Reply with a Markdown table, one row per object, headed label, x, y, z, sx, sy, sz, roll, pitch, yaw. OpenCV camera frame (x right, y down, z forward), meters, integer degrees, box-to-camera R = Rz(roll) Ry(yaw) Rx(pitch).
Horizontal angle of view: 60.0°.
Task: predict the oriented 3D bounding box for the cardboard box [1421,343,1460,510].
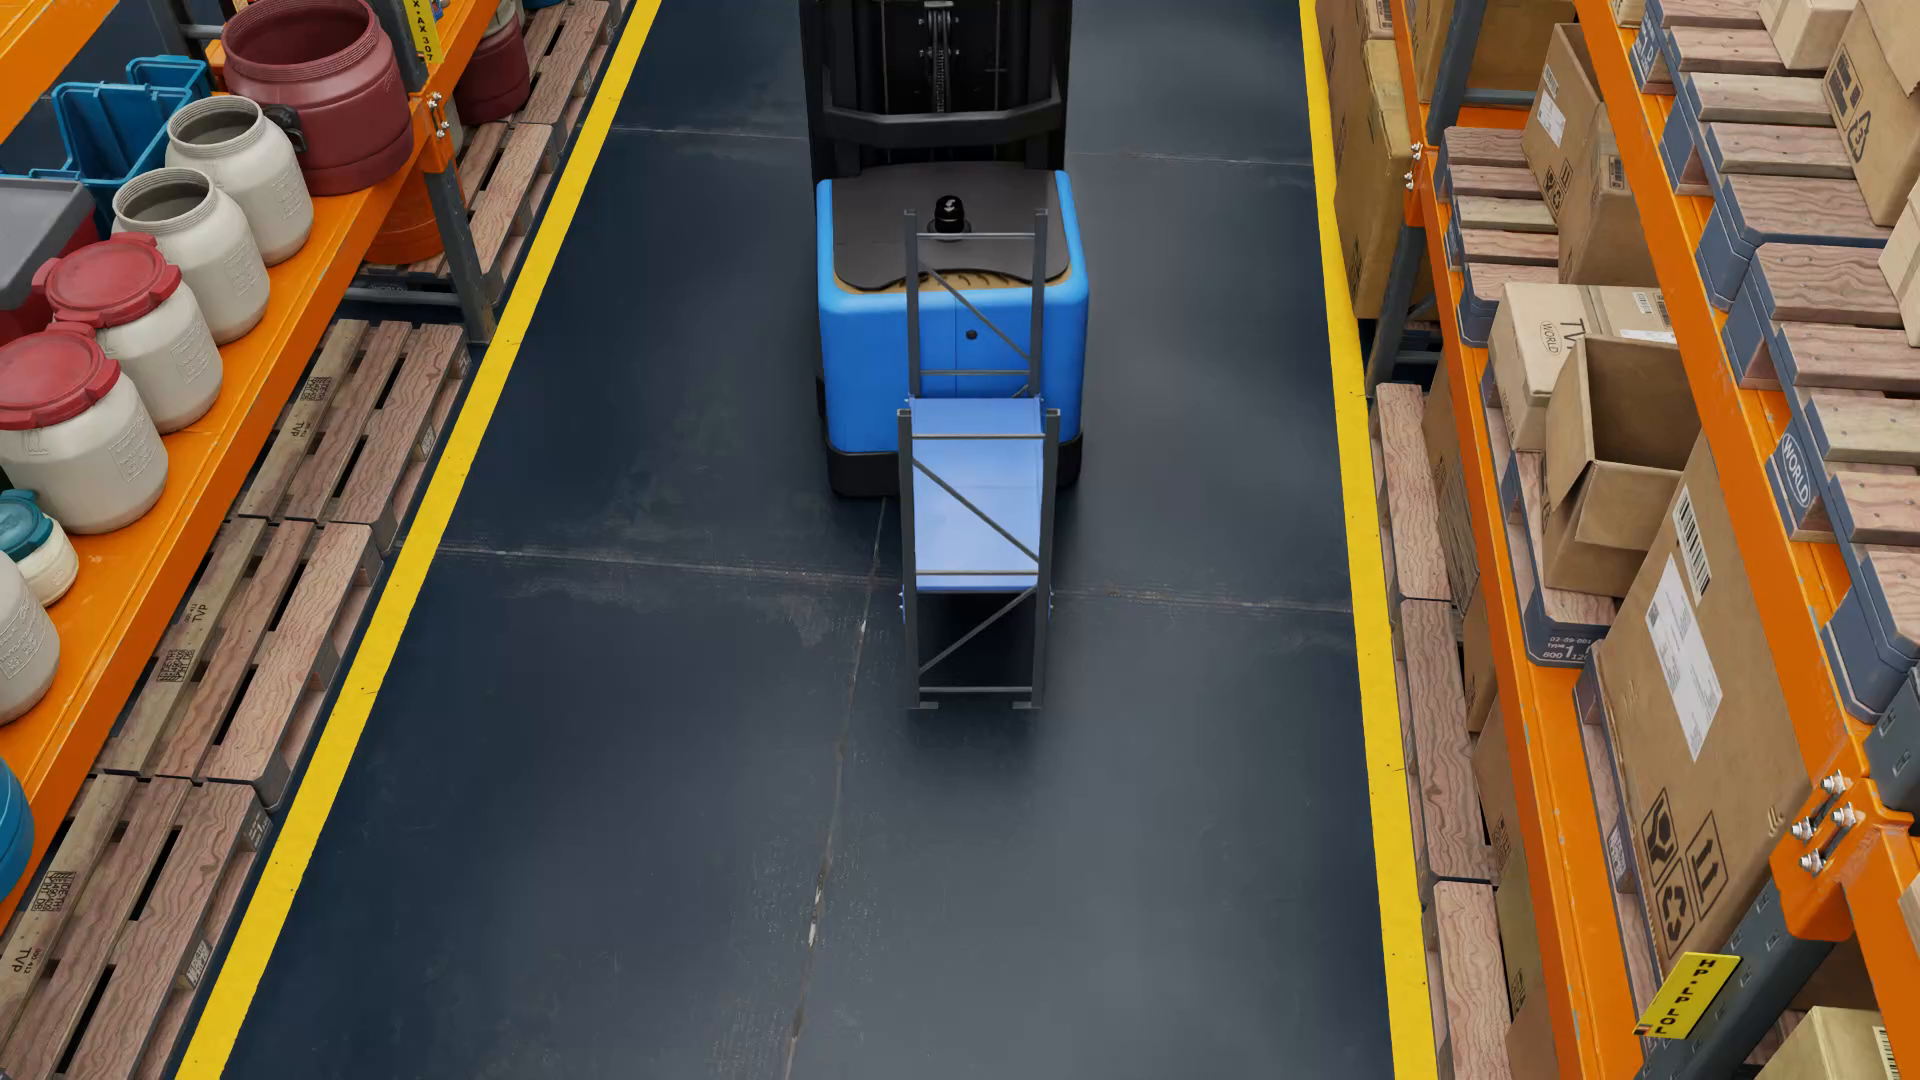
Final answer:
| label | x | y | z | sx | sy | sz | roll | pitch | yaw |
| --- | --- | --- | --- | --- | --- | --- | --- | --- | --- |
| cardboard box | 2.254 | -0.455 | 6.556 | 0.700 | 0.500 | 0.500 | 2 | 48 | 1 |

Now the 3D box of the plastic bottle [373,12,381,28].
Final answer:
| label | x | y | z | sx | sy | sz | roll | pitch | yaw |
| --- | --- | --- | --- | --- | --- | --- | --- | --- | --- |
| plastic bottle | -2.427 | -2.242 | 6.878 | 0.152 | 0.276 | 0.135 | 4 | 48 | 4 |

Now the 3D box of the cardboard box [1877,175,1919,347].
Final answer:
| label | x | y | z | sx | sy | sz | roll | pitch | yaw |
| --- | --- | --- | --- | --- | --- | --- | --- | --- | --- |
| cardboard box | 1.917 | -0.511 | 2.984 | 0.396 | 0.266 | 0.258 | 5 | 48 | 5 |

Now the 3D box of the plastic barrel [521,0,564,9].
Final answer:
| label | x | y | z | sx | sy | sz | roll | pitch | yaw |
| --- | --- | --- | --- | --- | --- | --- | --- | --- | --- |
| plastic barrel | -2.404 | -3.431 | 9.019 | 0.600 | 0.901 | 0.708 | 4 | 48 | 4 |

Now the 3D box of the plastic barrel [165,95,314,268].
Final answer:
| label | x | y | z | sx | sy | sz | roll | pitch | yaw |
| --- | --- | --- | --- | --- | --- | --- | --- | --- | --- |
| plastic barrel | -2.518 | -1.245 | 5.806 | 0.421 | 0.512 | 0.421 | 0 | 48 | 0 |

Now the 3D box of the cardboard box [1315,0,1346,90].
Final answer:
| label | x | y | z | sx | sy | sz | roll | pitch | yaw |
| --- | --- | --- | --- | --- | --- | --- | --- | --- | --- |
| cardboard box | 2.541 | -2.880 | 8.532 | 1.225 | 0.875 | 0.875 | 2 | 48 | 2 |

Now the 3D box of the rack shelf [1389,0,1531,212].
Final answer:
| label | x | y | z | sx | sy | sz | roll | pitch | yaw |
| --- | --- | --- | --- | --- | --- | --- | --- | --- | --- |
| rack shelf | 2.477 | -2.871 | 7.857 | 1.077 | 0.370 | 4.000 | 4 | 48 | 4 |

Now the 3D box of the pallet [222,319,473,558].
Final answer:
| label | x | y | z | sx | sy | sz | roll | pitch | yaw |
| --- | --- | --- | --- | --- | --- | --- | --- | --- | --- |
| pallet | -2.746 | -0.470 | 7.062 | 1.003 | 0.211 | 1.213 | 4 | 48 | 4 |

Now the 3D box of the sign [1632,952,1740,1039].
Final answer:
| label | x | y | z | sx | sy | sz | roll | pitch | yaw |
| --- | --- | --- | --- | --- | --- | --- | --- | --- | --- |
| sign | 1.378 | 0.870 | 3.163 | 0.100 | 0.325 | 0.005 | 4 | 48 | 4 |

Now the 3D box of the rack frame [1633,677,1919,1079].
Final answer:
| label | x | y | z | sx | sy | sz | roll | pitch | yaw |
| --- | --- | --- | --- | --- | --- | --- | --- | --- | --- |
| rack frame | 1.931 | 1.295 | 3.559 | 1.000 | 3.000 | 0.127 | 4 | 48 | 4 |

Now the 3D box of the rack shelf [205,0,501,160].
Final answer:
| label | x | y | z | sx | sy | sz | roll | pitch | yaw |
| --- | --- | --- | --- | --- | --- | --- | --- | --- | --- |
| rack shelf | -2.455 | -3.204 | 8.161 | 1.077 | 0.370 | 4.000 | 4 | 48 | 4 |

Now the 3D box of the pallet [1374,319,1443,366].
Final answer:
| label | x | y | z | sx | sy | sz | roll | pitch | yaw |
| --- | --- | --- | --- | --- | --- | --- | --- | --- | --- |
| pallet | 2.442 | -1.277 | 7.801 | 1.003 | 0.211 | 1.213 | 4 | 48 | 4 |

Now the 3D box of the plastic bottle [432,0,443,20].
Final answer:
| label | x | y | z | sx | sy | sz | roll | pitch | yaw |
| --- | --- | --- | --- | --- | --- | --- | --- | --- | --- |
| plastic bottle | -2.238 | -2.314 | 6.946 | 0.097 | 0.271 | 0.097 | 0 | 48 | 0 |

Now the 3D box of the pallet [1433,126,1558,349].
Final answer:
| label | x | y | z | sx | sy | sz | roll | pitch | yaw |
| --- | --- | --- | --- | --- | --- | --- | --- | --- | --- |
| pallet | 2.336 | -1.049 | 5.832 | 1.213 | 0.211 | 1.003 | 4 | 48 | 4 |

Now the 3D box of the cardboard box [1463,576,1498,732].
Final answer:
| label | x | y | z | sx | sy | sz | roll | pitch | yaw |
| --- | --- | --- | --- | --- | --- | --- | --- | --- | --- |
| cardboard box | 2.171 | 0.370 | 5.800 | 0.700 | 0.500 | 0.500 | 7 | 48 | 7 |

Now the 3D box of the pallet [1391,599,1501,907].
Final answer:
| label | x | y | z | sx | sy | sz | roll | pitch | yaw |
| --- | --- | --- | --- | --- | --- | --- | --- | --- | --- |
| pallet | 2.109 | 0.765 | 5.933 | 1.003 | 0.211 | 1.213 | 4 | 48 | 4 |

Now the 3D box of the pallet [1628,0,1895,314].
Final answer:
| label | x | y | z | sx | sy | sz | roll | pitch | yaw |
| --- | --- | --- | --- | --- | --- | --- | --- | --- | --- |
| pallet | 2.184 | -0.863 | 3.627 | 1.213 | 0.211 | 1.003 | 4 | 48 | 4 |

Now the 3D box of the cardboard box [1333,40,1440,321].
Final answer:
| label | x | y | z | sx | sy | sz | roll | pitch | yaw |
| --- | --- | --- | --- | --- | --- | --- | --- | --- | --- |
| cardboard box | 2.379 | -1.575 | 7.339 | 1.225 | 0.875 | 0.875 | 2 | 48 | 2 |

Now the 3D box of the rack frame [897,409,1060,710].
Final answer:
| label | x | y | z | sx | sy | sz | roll | pitch | yaw |
| --- | --- | --- | --- | --- | --- | --- | --- | --- | --- |
| rack frame | 0.058 | 0.114 | 5.655 | 0.500 | 1.500 | 0.032 | 0 | 48 | 0 |

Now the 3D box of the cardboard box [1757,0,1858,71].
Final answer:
| label | x | y | z | sx | sy | sz | roll | pitch | yaw |
| --- | --- | --- | --- | --- | --- | --- | --- | --- | --- |
| cardboard box | 2.002 | -1.165 | 3.649 | 0.380 | 0.166 | 0.250 | 3 | 48 | 2 |

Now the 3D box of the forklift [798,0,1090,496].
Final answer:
| label | x | y | z | sx | sy | sz | roll | pitch | yaw |
| --- | --- | --- | --- | --- | --- | --- | --- | --- | --- |
| forklift | -0.114 | -2.255 | 6.852 | 1.130 | 2.935 | 3.031 | -3 | 48 | -3 |

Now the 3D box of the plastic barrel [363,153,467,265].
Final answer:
| label | x | y | z | sx | sy | sz | roll | pitch | yaw |
| --- | --- | --- | --- | --- | --- | --- | --- | --- | --- |
| plastic barrel | -2.610 | -1.747 | 7.527 | 0.600 | 0.830 | 0.708 | 4 | 48 | 4 |

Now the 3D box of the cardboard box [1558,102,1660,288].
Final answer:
| label | x | y | z | sx | sy | sz | roll | pitch | yaw |
| --- | --- | --- | --- | --- | --- | --- | --- | --- | --- |
| cardboard box | 2.335 | -1.003 | 5.308 | 0.700 | 0.500 | 0.500 | 10 | 48 | 9 |

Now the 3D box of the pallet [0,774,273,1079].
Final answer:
| label | x | y | z | sx | sy | sz | roll | pitch | yaw |
| --- | --- | --- | --- | --- | --- | --- | --- | --- | --- |
| pallet | -2.969 | 1.323 | 5.422 | 1.003 | 0.211 | 1.213 | 4 | 48 | 4 |

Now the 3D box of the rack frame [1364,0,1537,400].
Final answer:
| label | x | y | z | sx | sy | sz | roll | pitch | yaw |
| --- | --- | --- | --- | --- | --- | --- | --- | --- | --- |
| rack frame | 2.295 | -1.644 | 6.247 | 1.000 | 3.000 | 0.127 | 4 | 48 | 4 |

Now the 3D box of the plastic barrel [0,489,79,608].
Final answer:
| label | x | y | z | sx | sy | sz | roll | pitch | yaw |
| --- | --- | --- | --- | --- | --- | --- | --- | --- | --- |
| plastic barrel | -2.728 | 0.046 | 4.794 | 0.301 | 0.262 | 0.301 | 0 | 48 | 0 |

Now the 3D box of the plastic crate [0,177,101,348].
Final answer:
| label | x | y | z | sx | sy | sz | roll | pitch | yaw |
| --- | --- | --- | --- | --- | --- | --- | --- | --- | --- |
| plastic crate | -3.089 | -0.832 | 5.461 | 0.402 | 0.464 | 0.583 | 4 | 48 | 4 |

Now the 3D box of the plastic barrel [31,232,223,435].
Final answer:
| label | x | y | z | sx | sy | sz | roll | pitch | yaw |
| --- | --- | --- | --- | --- | --- | --- | --- | --- | --- |
| plastic barrel | -2.590 | -0.629 | 5.227 | 0.433 | 0.535 | 0.433 | 0 | 48 | 0 |

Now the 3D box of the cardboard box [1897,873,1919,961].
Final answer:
| label | x | y | z | sx | sy | sz | roll | pitch | yaw |
| --- | --- | --- | --- | --- | --- | --- | --- | --- | --- |
| cardboard box | 1.635 | 0.647 | 2.220 | 0.500 | 0.250 | 0.500 | 2 | 48 | 2 |

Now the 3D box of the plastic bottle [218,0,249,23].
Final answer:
| label | x | y | z | sx | sy | sz | roll | pitch | yaw |
| --- | --- | --- | --- | --- | --- | --- | --- | --- | --- |
| plastic bottle | -3.025 | -2.264 | 6.893 | 0.061 | 0.283 | 0.133 | 4 | 48 | 4 |

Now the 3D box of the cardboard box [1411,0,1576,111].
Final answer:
| label | x | y | z | sx | sy | sz | roll | pitch | yaw |
| --- | --- | --- | --- | --- | --- | --- | --- | --- | --- |
| cardboard box | 2.093 | -2.057 | 6.557 | 0.500 | 0.500 | 0.500 | 5 | 48 | 5 |

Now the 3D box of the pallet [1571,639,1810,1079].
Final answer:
| label | x | y | z | sx | sy | sz | roll | pitch | yaw |
| --- | --- | --- | --- | --- | --- | --- | --- | --- | --- |
| pallet | 2.145 | 0.808 | 4.134 | 1.003 | 0.211 | 1.213 | 4 | 48 | 4 |

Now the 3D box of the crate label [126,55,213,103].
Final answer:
| label | x | y | z | sx | sy | sz | roll | pitch | yaw |
| --- | --- | --- | --- | --- | --- | --- | --- | --- | --- |
| crate label | -3.049 | -1.636 | 6.353 | 0.303 | 0.233 | 0.416 | 4 | 48 | 4 |

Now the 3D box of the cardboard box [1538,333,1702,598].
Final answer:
| label | x | y | z | sx | sy | sz | roll | pitch | yaw |
| --- | --- | --- | --- | --- | --- | --- | --- | --- | --- |
| cardboard box | 1.997 | -0.162 | 4.536 | 0.797 | 0.503 | 0.637 | 8 | 48 | 8 |

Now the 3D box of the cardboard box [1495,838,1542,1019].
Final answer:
| label | x | y | z | sx | sy | sz | roll | pitch | yaw |
| --- | --- | --- | --- | --- | --- | --- | --- | --- | --- |
| cardboard box | 2.070 | 1.191 | 5.049 | 0.700 | 0.500 | 0.500 | 4 | 48 | 3 |

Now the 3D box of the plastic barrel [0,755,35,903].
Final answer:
| label | x | y | z | sx | sy | sz | roll | pitch | yaw |
| --- | --- | --- | --- | --- | --- | --- | --- | --- | --- |
| plastic barrel | -2.665 | 0.529 | 3.919 | 0.600 | 0.901 | 0.708 | 4 | 48 | 4 |

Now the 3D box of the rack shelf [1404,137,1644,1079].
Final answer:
| label | x | y | z | sx | sy | sz | roll | pitch | yaw |
| --- | --- | --- | --- | --- | --- | --- | --- | --- | --- |
| rack shelf | 2.113 | 0.068 | 5.168 | 1.077 | 0.370 | 4.000 | 4 | 48 | 4 |

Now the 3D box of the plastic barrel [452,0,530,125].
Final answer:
| label | x | y | z | sx | sy | sz | roll | pitch | yaw |
| --- | --- | --- | --- | --- | --- | --- | --- | --- | --- |
| plastic barrel | -2.507 | -2.496 | 8.375 | 0.600 | 0.588 | 0.708 | 4 | 48 | 4 |

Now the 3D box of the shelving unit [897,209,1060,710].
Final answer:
| label | x | y | z | sx | sy | sz | roll | pitch | yaw |
| --- | --- | --- | --- | --- | --- | --- | --- | --- | --- |
| shelving unit | 0.057 | -0.261 | 5.998 | 0.538 | 1.500 | 1.048 | 0 | 48 | 0 |

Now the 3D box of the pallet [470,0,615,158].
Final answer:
| label | x | y | z | sx | sy | sz | roll | pitch | yaw |
| --- | --- | --- | --- | --- | --- | --- | --- | --- | --- |
| pallet | -2.493 | -2.512 | 8.931 | 1.003 | 0.211 | 1.213 | 4 | 48 | 4 |
